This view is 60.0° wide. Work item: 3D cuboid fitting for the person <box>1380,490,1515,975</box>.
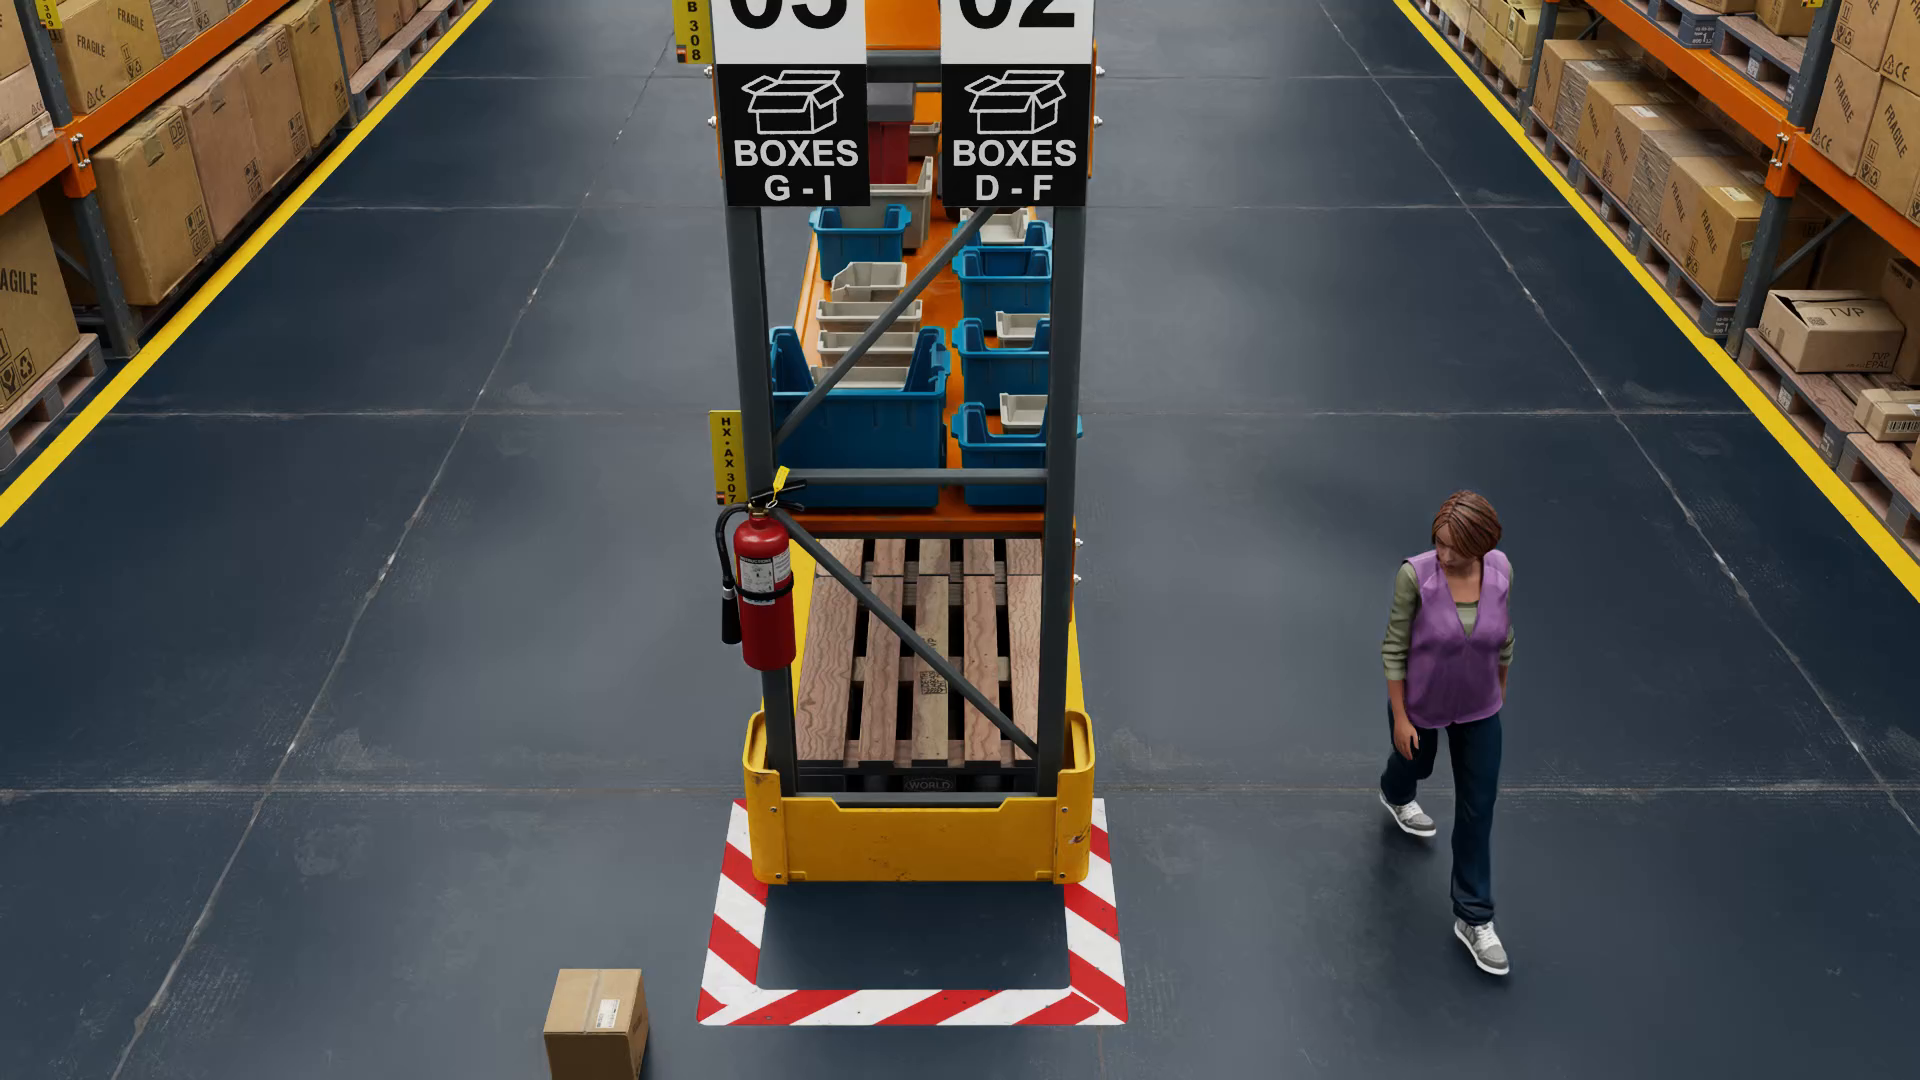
[{"bbox_3d":[1.551,0.526,5.286,0.465,1.528,0.902,0,32,0],"label":"person"}]
